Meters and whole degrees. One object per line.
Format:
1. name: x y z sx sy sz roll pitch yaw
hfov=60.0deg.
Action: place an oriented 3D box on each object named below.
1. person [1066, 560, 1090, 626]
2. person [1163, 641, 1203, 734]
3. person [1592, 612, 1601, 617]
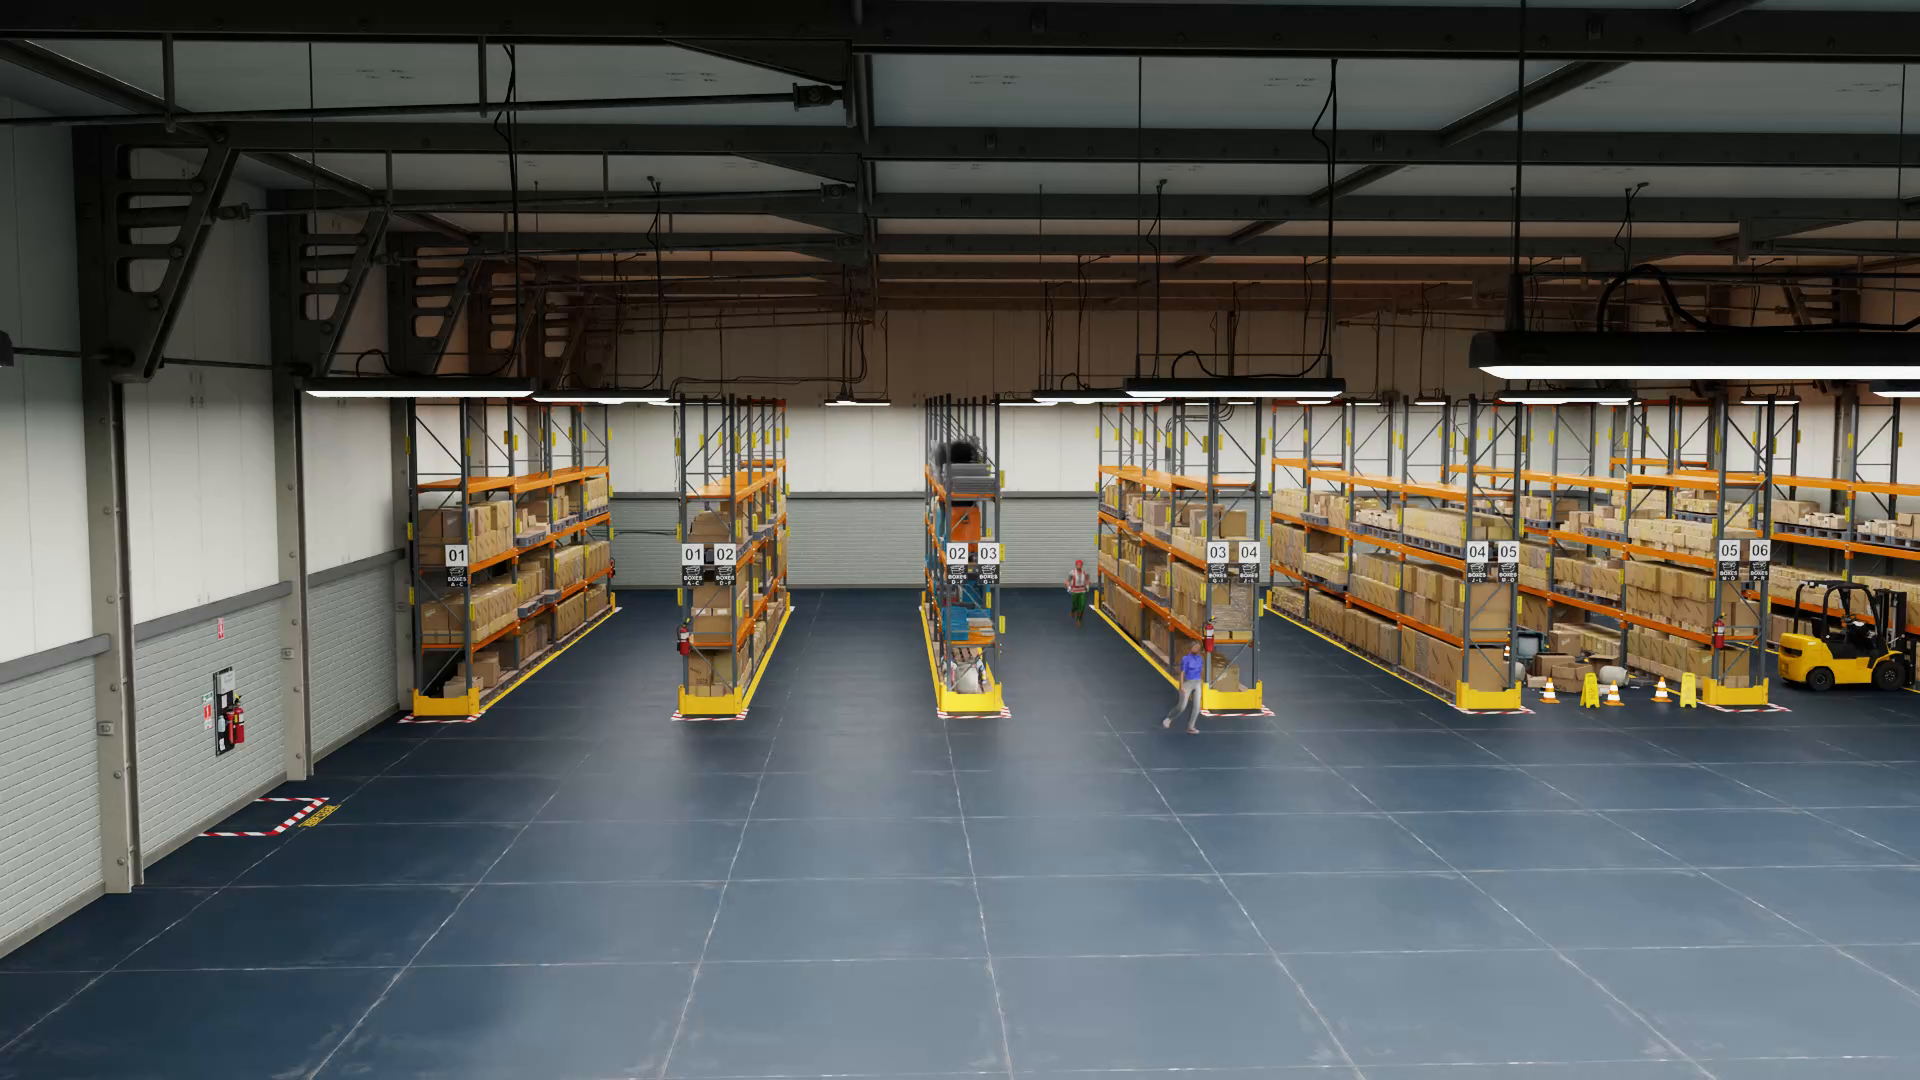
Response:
1. person: 3.136 1.382 44.163 0.677 1.735 0.676 -1 5 -12
2. person: 3.948 2.581 29.354 0.637 1.633 0.557 -2 5 -27
3. person: 17.106 1.354 45.378 0.531 1.566 0.898 -3 5 -29
